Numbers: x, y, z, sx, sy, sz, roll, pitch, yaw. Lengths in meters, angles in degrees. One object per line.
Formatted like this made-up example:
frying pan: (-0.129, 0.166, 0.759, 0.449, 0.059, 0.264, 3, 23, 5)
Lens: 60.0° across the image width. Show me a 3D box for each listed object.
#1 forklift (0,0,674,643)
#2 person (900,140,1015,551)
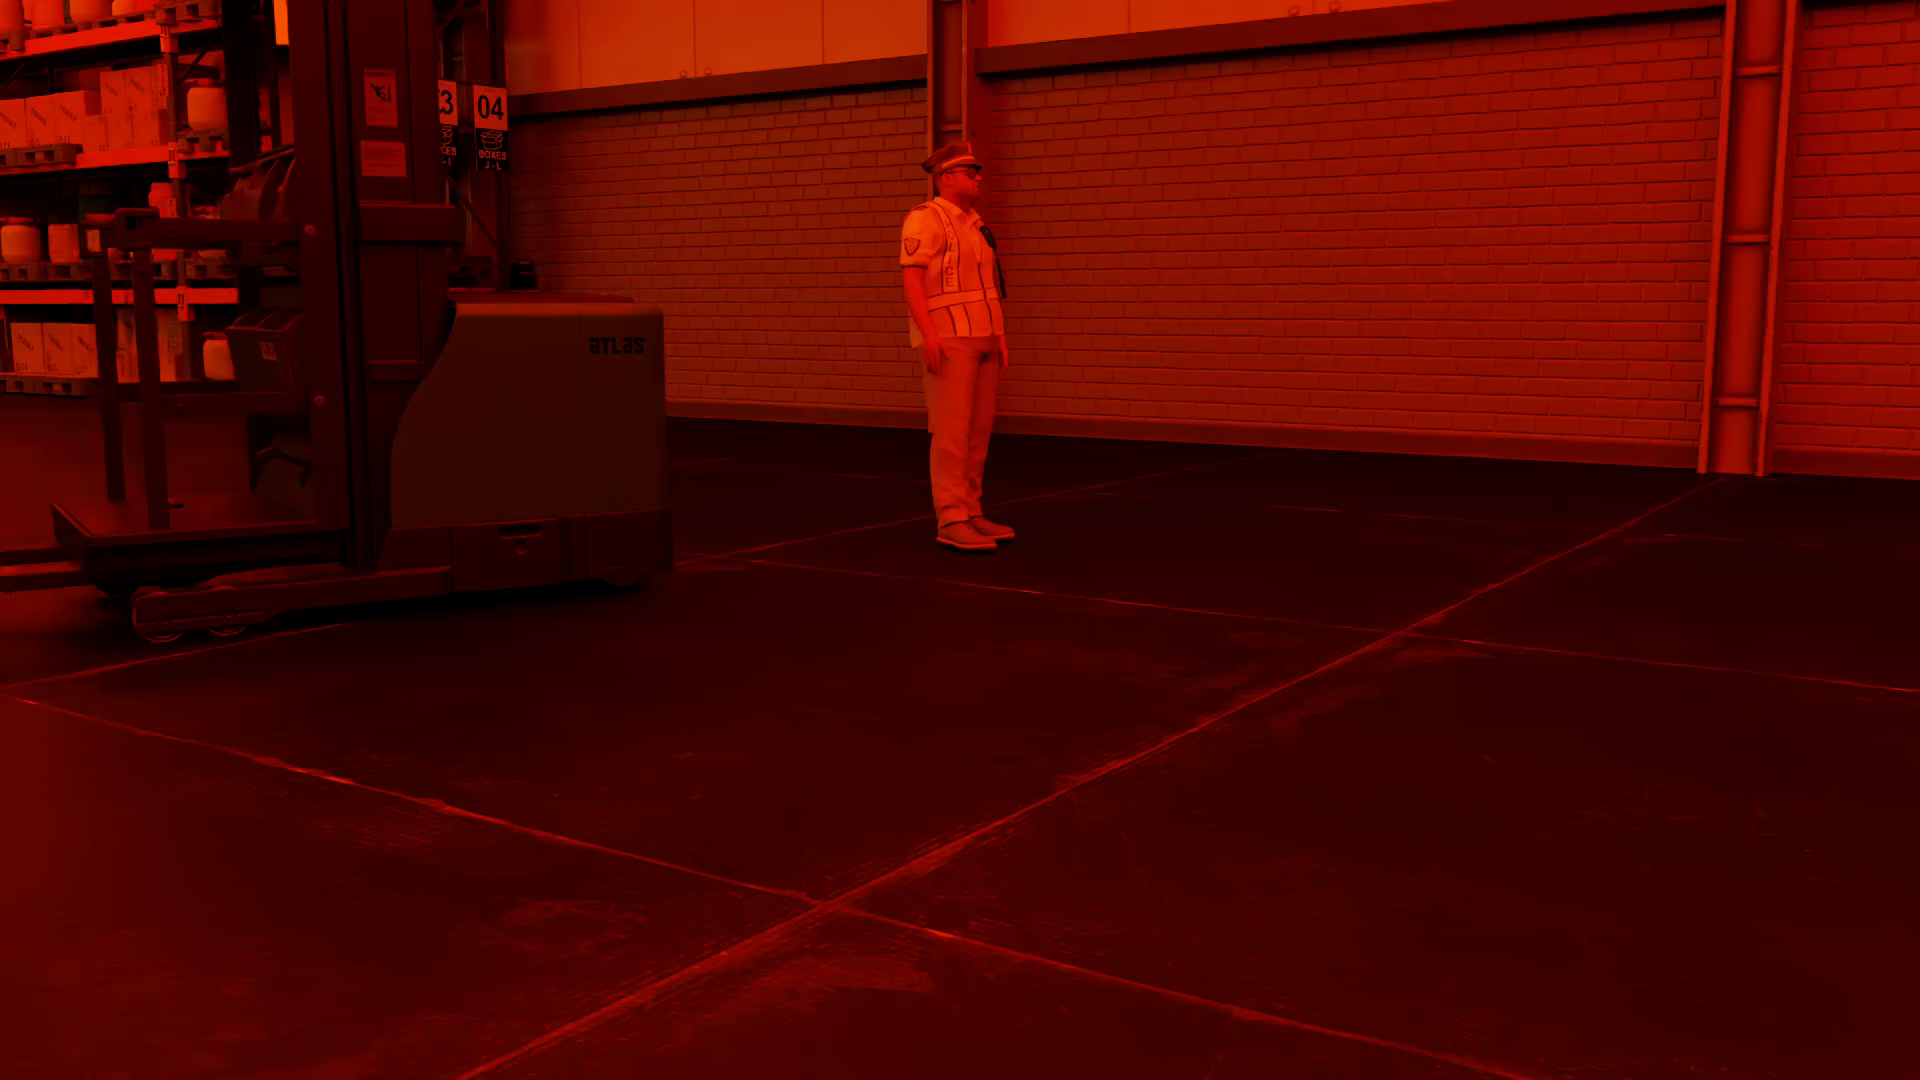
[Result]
forklift: (-2.597, -1.207, 5.680, 3.031, 2.935, 1.130, -5, 10, -33)
person: (0.059, -0.883, 7.425, 0.574, 1.781, 0.641, 5, 10, 34)
